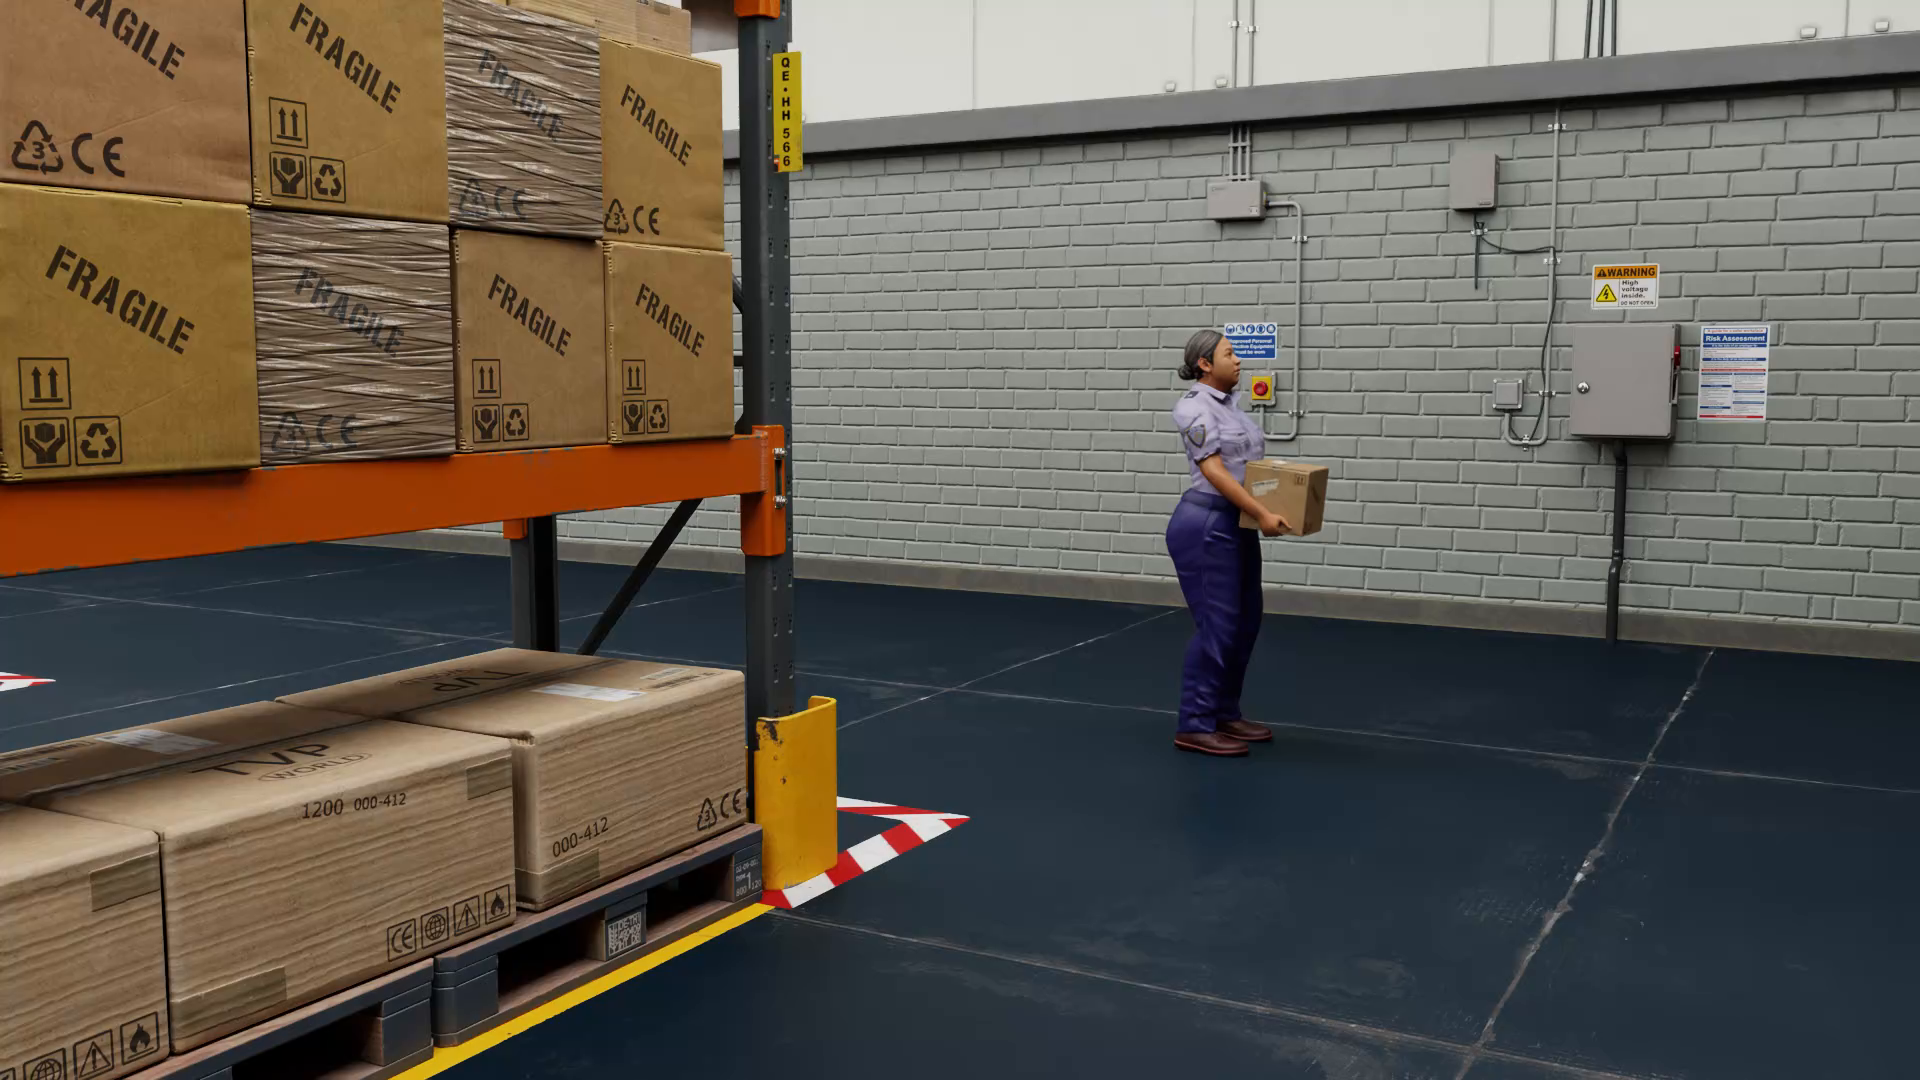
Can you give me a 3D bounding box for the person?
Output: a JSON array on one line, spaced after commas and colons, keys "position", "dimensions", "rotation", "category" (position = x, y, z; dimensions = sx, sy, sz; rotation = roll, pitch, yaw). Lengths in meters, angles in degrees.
[{"position": [1.087, 0.004, 6.490], "dimensions": [0.516, 1.627, 0.452], "rotation": [3, 7, 29], "category": "person"}]
